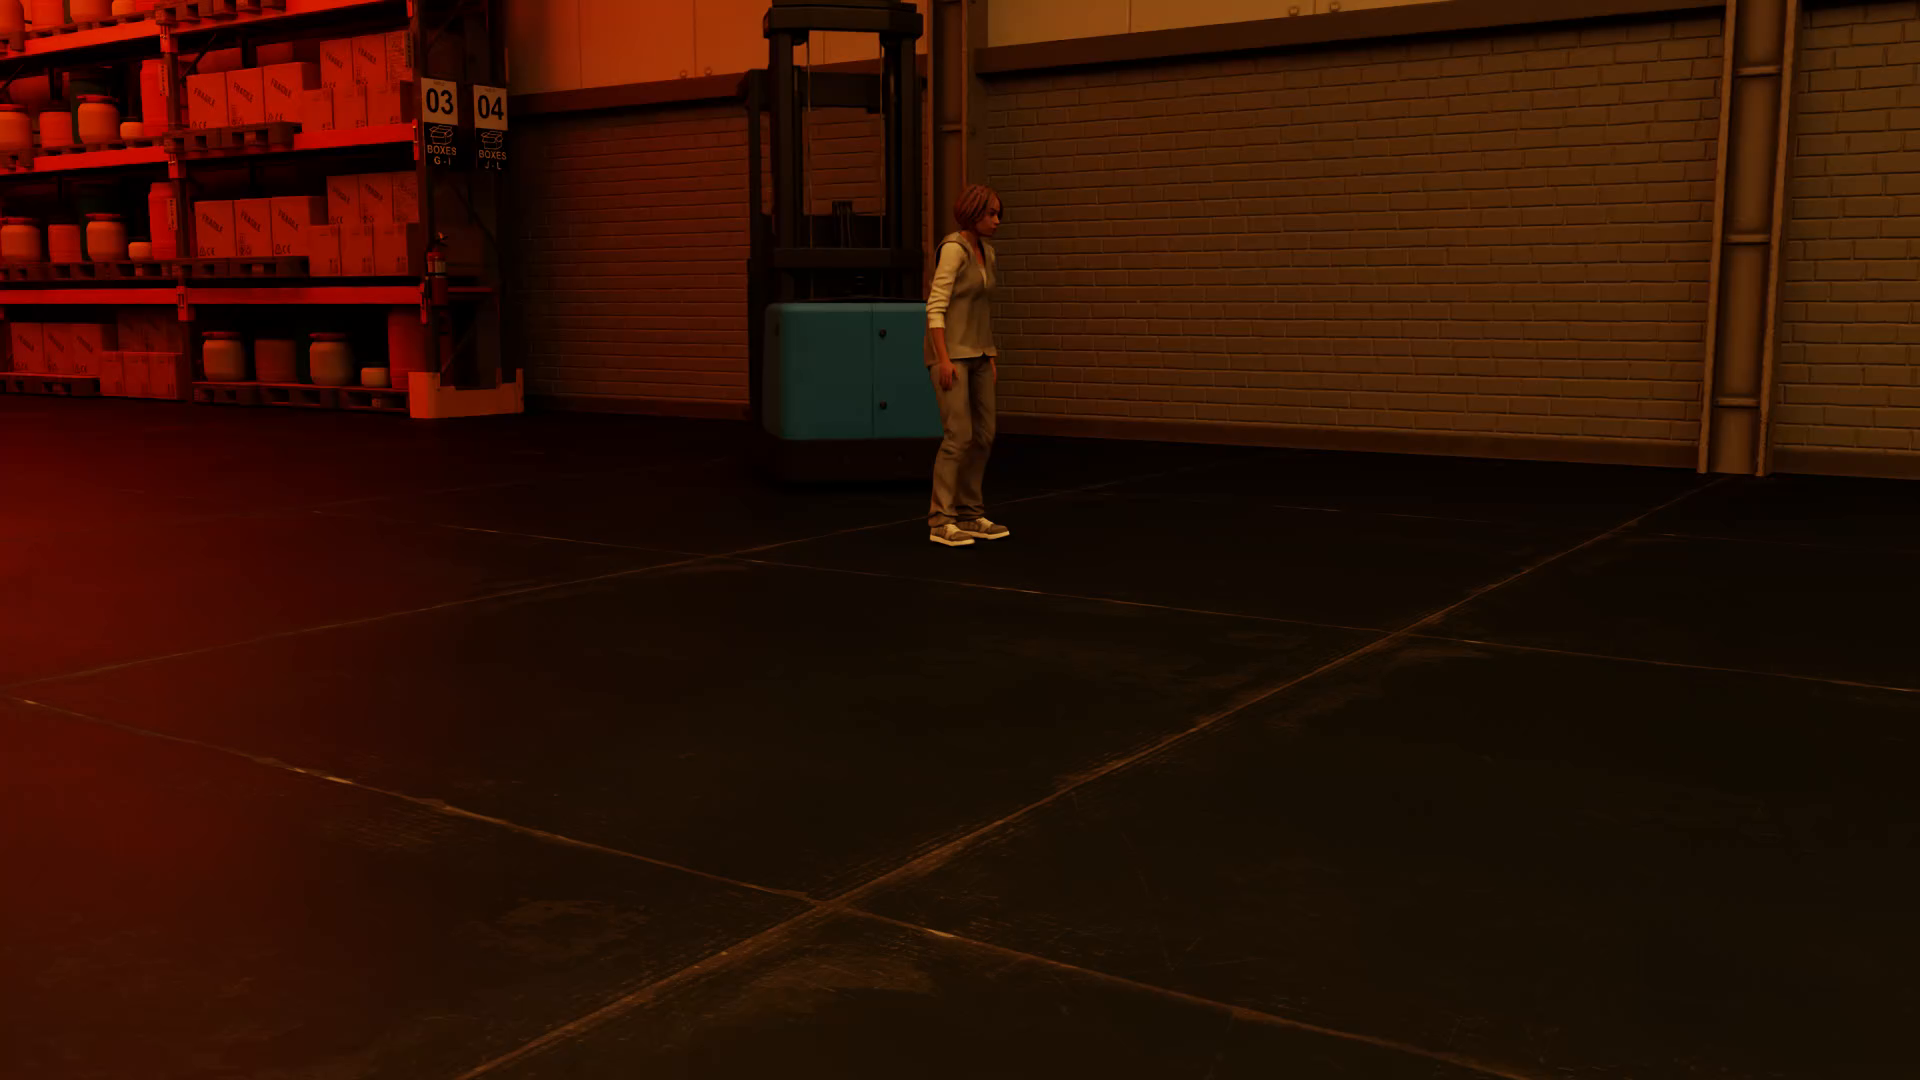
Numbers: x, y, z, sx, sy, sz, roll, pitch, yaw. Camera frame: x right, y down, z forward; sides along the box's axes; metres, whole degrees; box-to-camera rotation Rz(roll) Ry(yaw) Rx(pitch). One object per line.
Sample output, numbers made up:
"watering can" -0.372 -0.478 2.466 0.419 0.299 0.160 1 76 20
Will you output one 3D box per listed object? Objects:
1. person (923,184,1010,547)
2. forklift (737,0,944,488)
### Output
"person" 0.021 -0.730 7.493 0.344 1.478 0.467 5 10 32
"forklift" -0.834 -1.927 10.745 1.130 2.935 3.031 -2 8 -13
